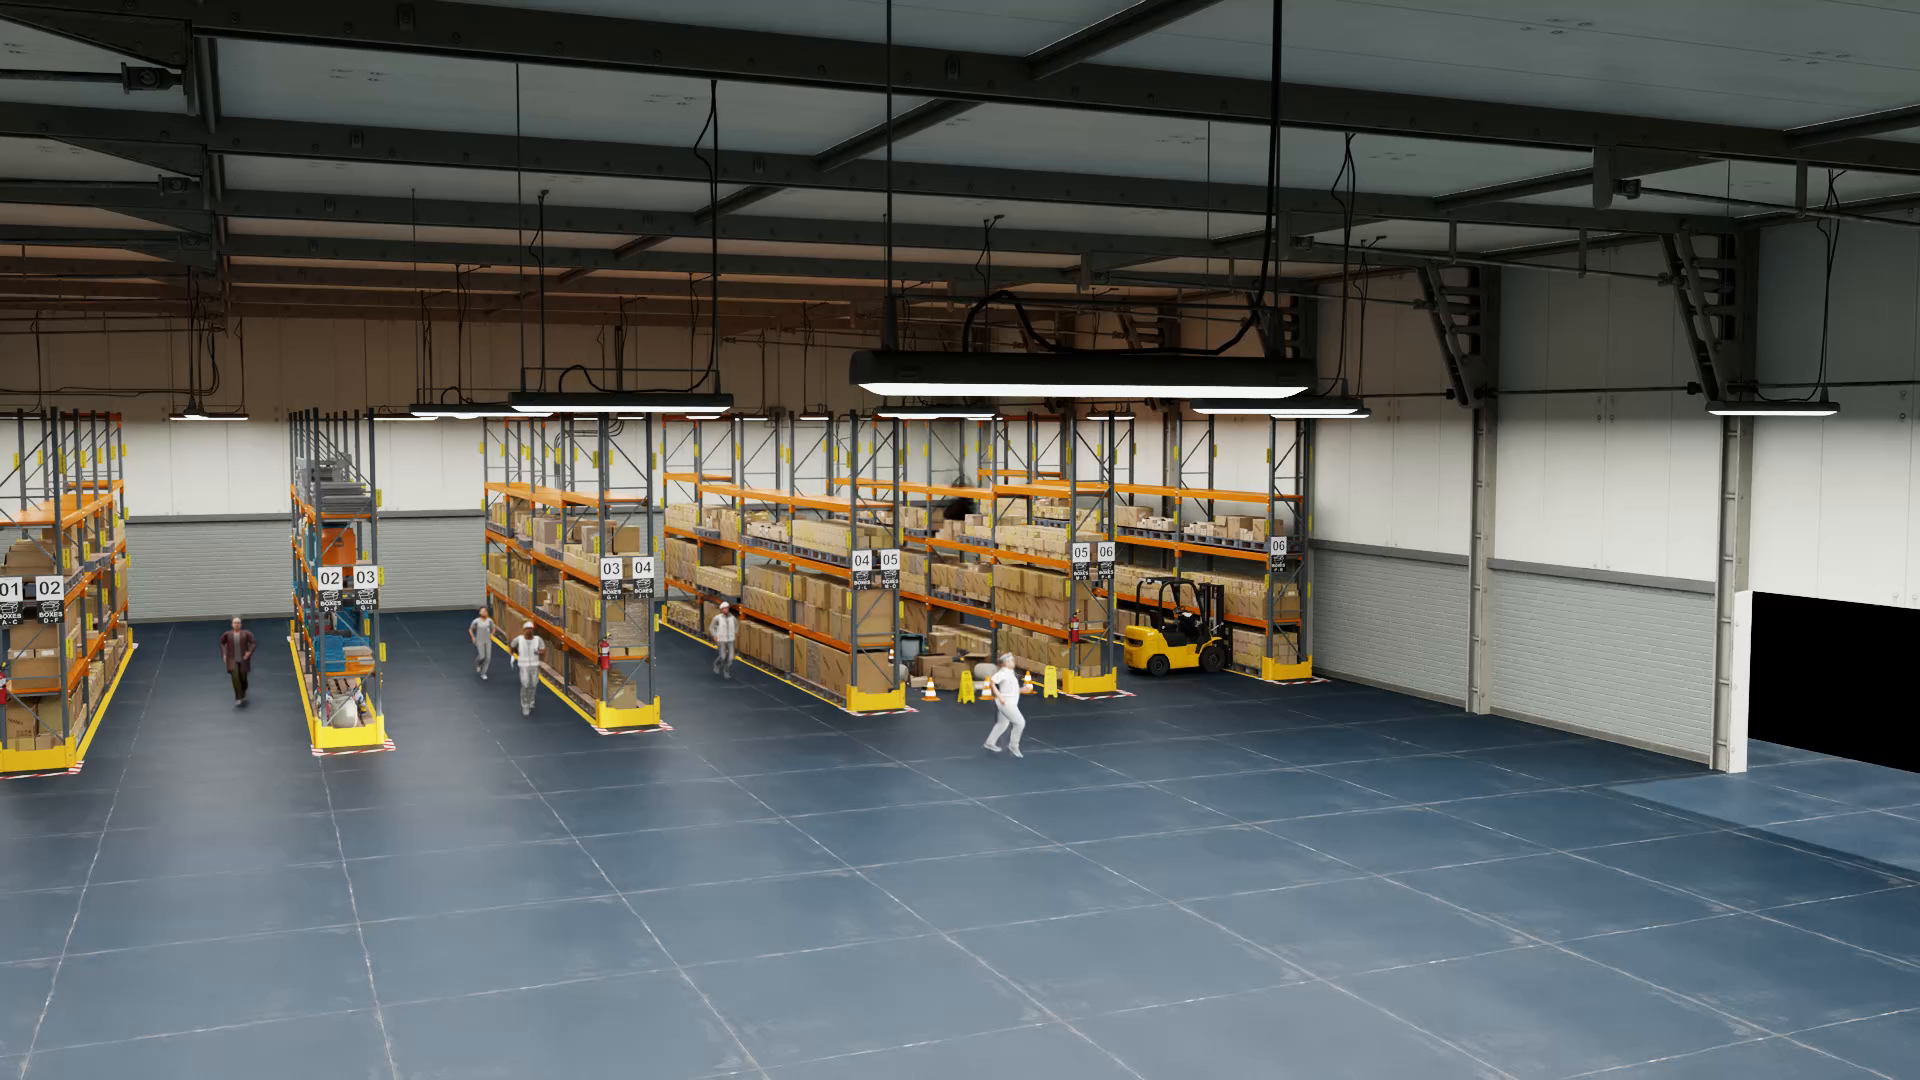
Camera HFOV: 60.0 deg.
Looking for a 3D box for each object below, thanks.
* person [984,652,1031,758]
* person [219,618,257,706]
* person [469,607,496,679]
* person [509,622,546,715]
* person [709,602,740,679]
[{"bbox_3d":[0.807,2.842,28.648,0.807,1.826,0.671,1,4,9],"label":"person"},{"bbox_3d":[-14.778,2.471,34.049,0.722,1.758,0.887,-2,4,-21],"label":"person"},{"bbox_3d":[-10.690,2.303,37.317,0.564,1.628,0.565,-2,5,-29],"label":"person"},{"bbox_3d":[-8.524,2.532,32.869,0.658,1.843,0.769,-2,4,-27],"label":"person"},{"bbox_3d":[-5.257,2.255,37.339,0.696,1.733,0.588,-2,5,-28],"label":"person"}]
